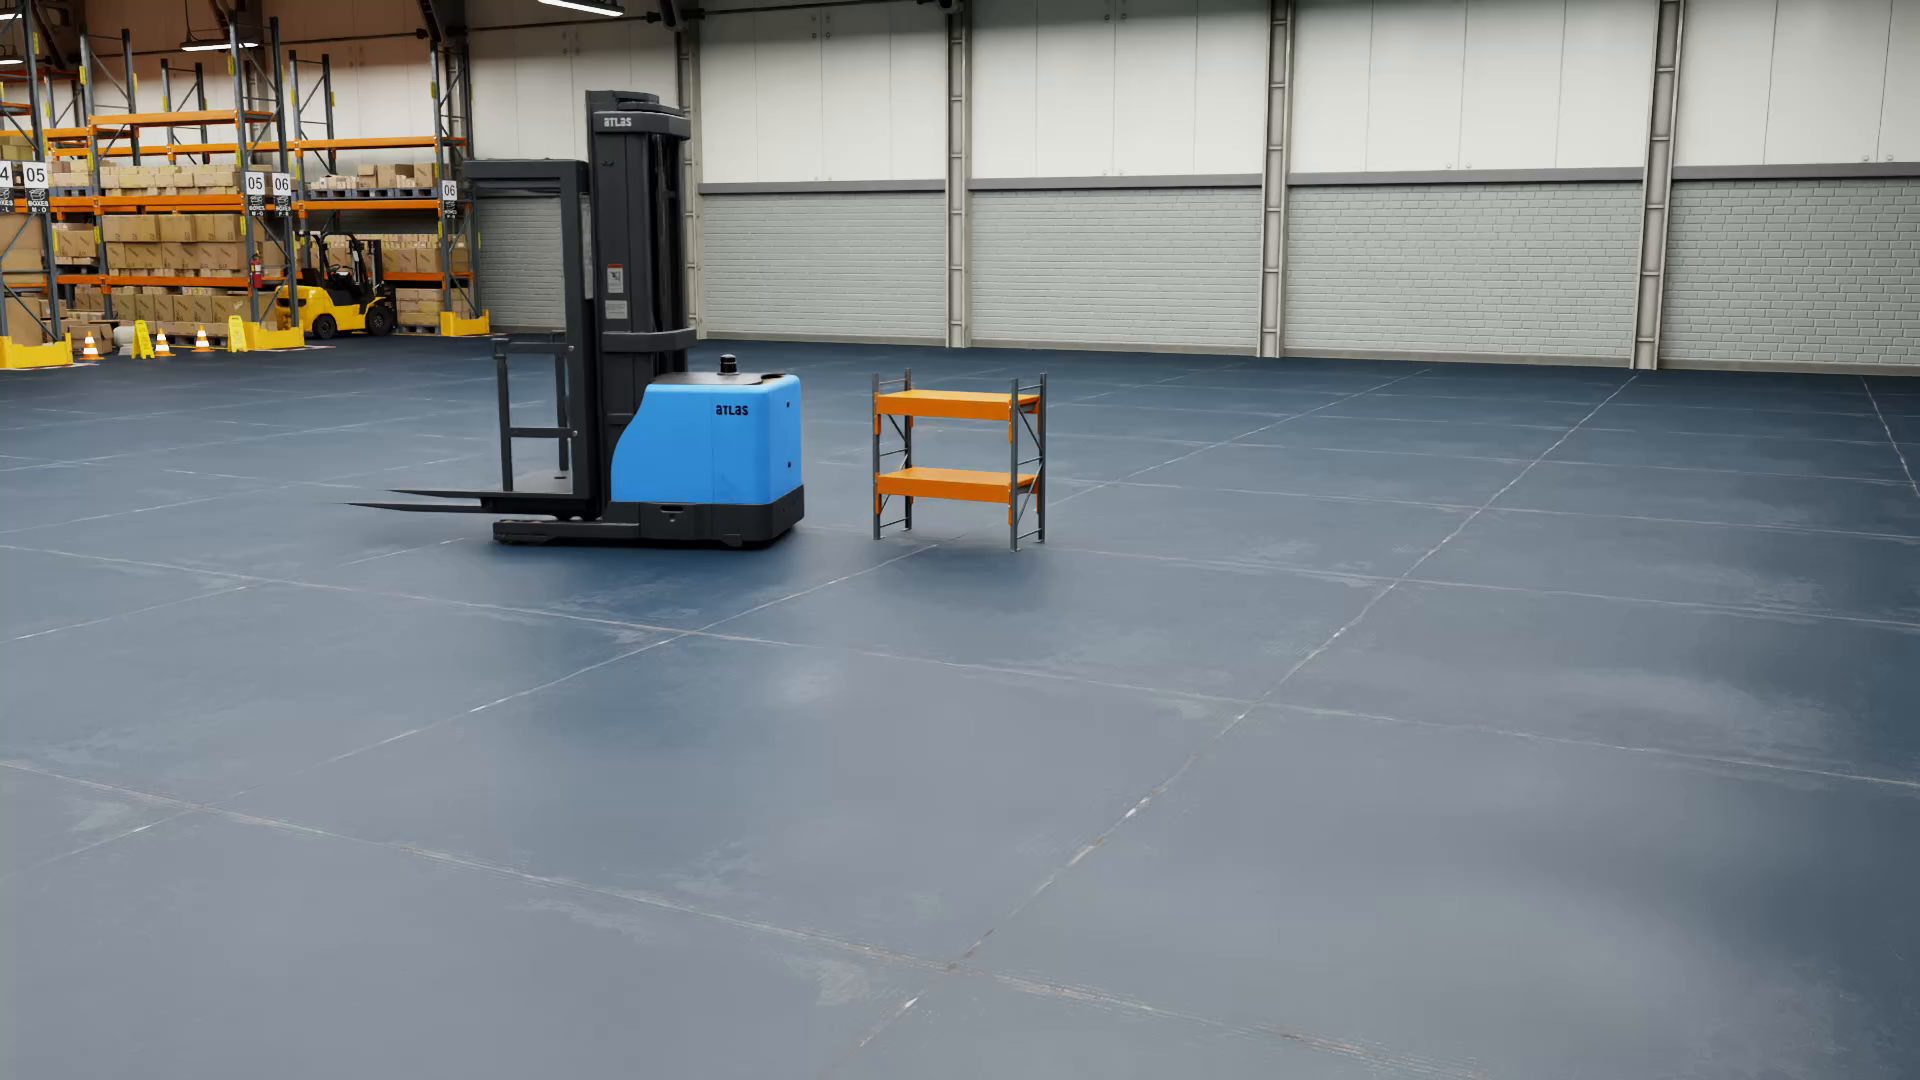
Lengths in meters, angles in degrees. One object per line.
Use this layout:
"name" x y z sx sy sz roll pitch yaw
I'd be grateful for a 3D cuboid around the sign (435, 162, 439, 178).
"sign" -10.812 -7.648 34.377 0.005 0.325 0.100 5 11 26

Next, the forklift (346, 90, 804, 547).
"forklift" -2.657 -1.494 11.255 3.031 2.935 1.130 1 10 8

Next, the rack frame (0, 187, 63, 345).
"rack frame" -14.852 -4.269 26.394 0.127 3.000 1.000 5 11 26

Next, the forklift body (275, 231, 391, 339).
"forklift body" -13.067 -5.301 34.480 1.214 2.155 2.313 5 11 26

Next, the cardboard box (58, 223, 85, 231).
"cardboard box" -17.477 -6.156 32.708 0.250 0.149 0.380 5 11 24

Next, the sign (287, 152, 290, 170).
"sign" -12.513 -7.060 30.940 0.005 0.325 0.100 5 11 26

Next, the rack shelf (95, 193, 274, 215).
"rack shelf" -14.546 -6.347 31.474 4.000 0.370 1.077 5 11 26

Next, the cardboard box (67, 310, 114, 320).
"cardboard box" -17.457 -4.393 33.281 0.625 0.372 0.950 6 12 29

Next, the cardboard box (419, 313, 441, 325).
"cardboard box" -11.121 -4.701 35.321 0.500 0.250 0.500 5 11 26

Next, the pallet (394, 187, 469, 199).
"pallet" -11.182 -7.353 35.260 1.213 0.211 1.003 5 11 26

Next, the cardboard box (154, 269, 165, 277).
"cardboard box" -15.056 -5.081 31.585 0.250 0.149 0.380 5 11 26

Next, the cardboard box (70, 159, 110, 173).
"cardboard box" -16.916 -7.263 32.352 0.500 0.250 0.500 5 12 27

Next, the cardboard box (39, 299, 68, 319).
"cardboard box" -17.100 -4.239 31.119 0.500 0.500 0.500 5 11 26

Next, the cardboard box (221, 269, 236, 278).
"cardboard box" -13.459 -4.941 30.815 0.250 0.149 0.380 5 11 25

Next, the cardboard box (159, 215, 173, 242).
"cardboard box" -14.647 -5.887 31.410 0.500 0.500 0.700 5 11 25

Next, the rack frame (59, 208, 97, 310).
"rack frame" -21.321 -6.806 40.413 0.127 3.000 1.000 5 11 26

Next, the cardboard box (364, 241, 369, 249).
"cardboard box" -12.599 -6.352 35.801 0.250 0.149 0.380 5 11 25

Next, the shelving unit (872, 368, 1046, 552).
"shelving unit" -0.006 -0.554 11.133 1.048 1.125 0.538 5 11 26

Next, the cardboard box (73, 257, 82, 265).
"cardboard box" -17.152 -5.486 32.644 0.250 0.149 0.380 5 11 24

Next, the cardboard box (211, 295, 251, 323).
"cardboard box" -13.586 -4.311 31.066 0.500 0.500 0.500 5 11 26

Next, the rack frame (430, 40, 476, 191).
"rack frame" -10.560 -8.812 34.654 0.127 3.000 1.000 5 11 26

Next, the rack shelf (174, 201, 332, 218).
"rack shelf" -15.940 -7.455 37.598 4.000 0.370 1.077 5 11 26

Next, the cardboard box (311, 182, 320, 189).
"cardboard box" -13.879 -7.700 36.175 0.250 0.149 0.380 5 12 27

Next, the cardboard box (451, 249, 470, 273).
"cardboard box" -10.881 -5.993 35.640 0.500 0.500 0.500 5 12 28

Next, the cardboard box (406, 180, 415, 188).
"cardboard box" -11.437 -7.485 34.990 0.250 0.149 0.380 5 11 24

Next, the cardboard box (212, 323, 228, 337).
"cardboard box" -13.618 -3.944 31.139 0.500 0.250 0.500 5 11 26

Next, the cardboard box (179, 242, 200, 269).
"cardboard box" -14.255 -5.342 31.207 0.500 0.500 0.500 5 11 26

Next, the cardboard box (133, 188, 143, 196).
"cardboard box" -15.481 -6.614 31.633 0.250 0.149 0.380 5 12 28

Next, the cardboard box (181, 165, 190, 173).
"cardboard box" -14.282 -6.909 31.024 0.250 0.149 0.380 5 11 24

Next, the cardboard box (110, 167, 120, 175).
"cardboard box" -15.956 -7.035 31.720 0.250 0.149 0.380 5 12 28

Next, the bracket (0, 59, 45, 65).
"bracket" -24.386 -11.907 41.646 4.783 0.066 0.076 5 11 26

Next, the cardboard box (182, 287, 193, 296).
"cardboard box" -14.405 -4.690 31.337 0.250 0.149 0.380 6 12 28

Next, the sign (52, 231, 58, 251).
"sign" -14.601 -4.822 26.797 0.005 0.325 0.100 5 11 26

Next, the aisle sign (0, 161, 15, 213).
"aisle sign" -14.921 -5.495 25.867 0.004 0.787 0.394 5 11 26

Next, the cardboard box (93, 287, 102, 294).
"cardboard box" -20.599 -6.003 39.995 0.250 0.149 0.380 4 11 23

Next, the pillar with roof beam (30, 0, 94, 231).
"pillar with roof beam" -23.451 -9.269 37.178 0.548 9.000 9.100 5 11 26

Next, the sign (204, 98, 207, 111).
"sign" -17.492 -10.069 38.531 0.005 0.325 0.100 5 11 26

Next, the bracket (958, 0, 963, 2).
"bracket" 0.191 -9.747 29.713 0.430 0.232 0.235 5 11 26

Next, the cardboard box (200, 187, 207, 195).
"cardboard box" -13.855 -6.475 30.864 0.250 0.149 0.380 5 11 26

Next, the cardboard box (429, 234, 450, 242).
"cardboard box" -10.974 -6.370 35.065 0.250 0.149 0.380 5 11 26

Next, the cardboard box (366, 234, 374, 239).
"cardboard box" -12.570 -6.512 35.852 0.250 0.149 0.380 5 11 26

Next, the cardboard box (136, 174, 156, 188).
"cardboard box" -15.156 -6.772 31.389 0.500 0.250 0.500 5 11 26

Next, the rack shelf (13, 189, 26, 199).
"rack shelf" -16.646 -5.548 27.062 4.000 0.370 1.077 5 11 26

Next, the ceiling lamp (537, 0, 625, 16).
"ceiling lamp" -6.183 -10.536 27.786 0.800 3.185 2.000 5 11 26

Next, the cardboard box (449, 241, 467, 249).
"cardboard box" -10.749 -6.297 35.498 0.250 0.149 0.380 5 11 24

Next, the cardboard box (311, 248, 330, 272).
"cardboard box" -13.864 -6.148 36.497 0.500 0.500 0.500 5 11 24

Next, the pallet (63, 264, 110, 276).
"pallet" -16.961 -5.372 33.026 1.213 0.211 1.003 5 11 26
